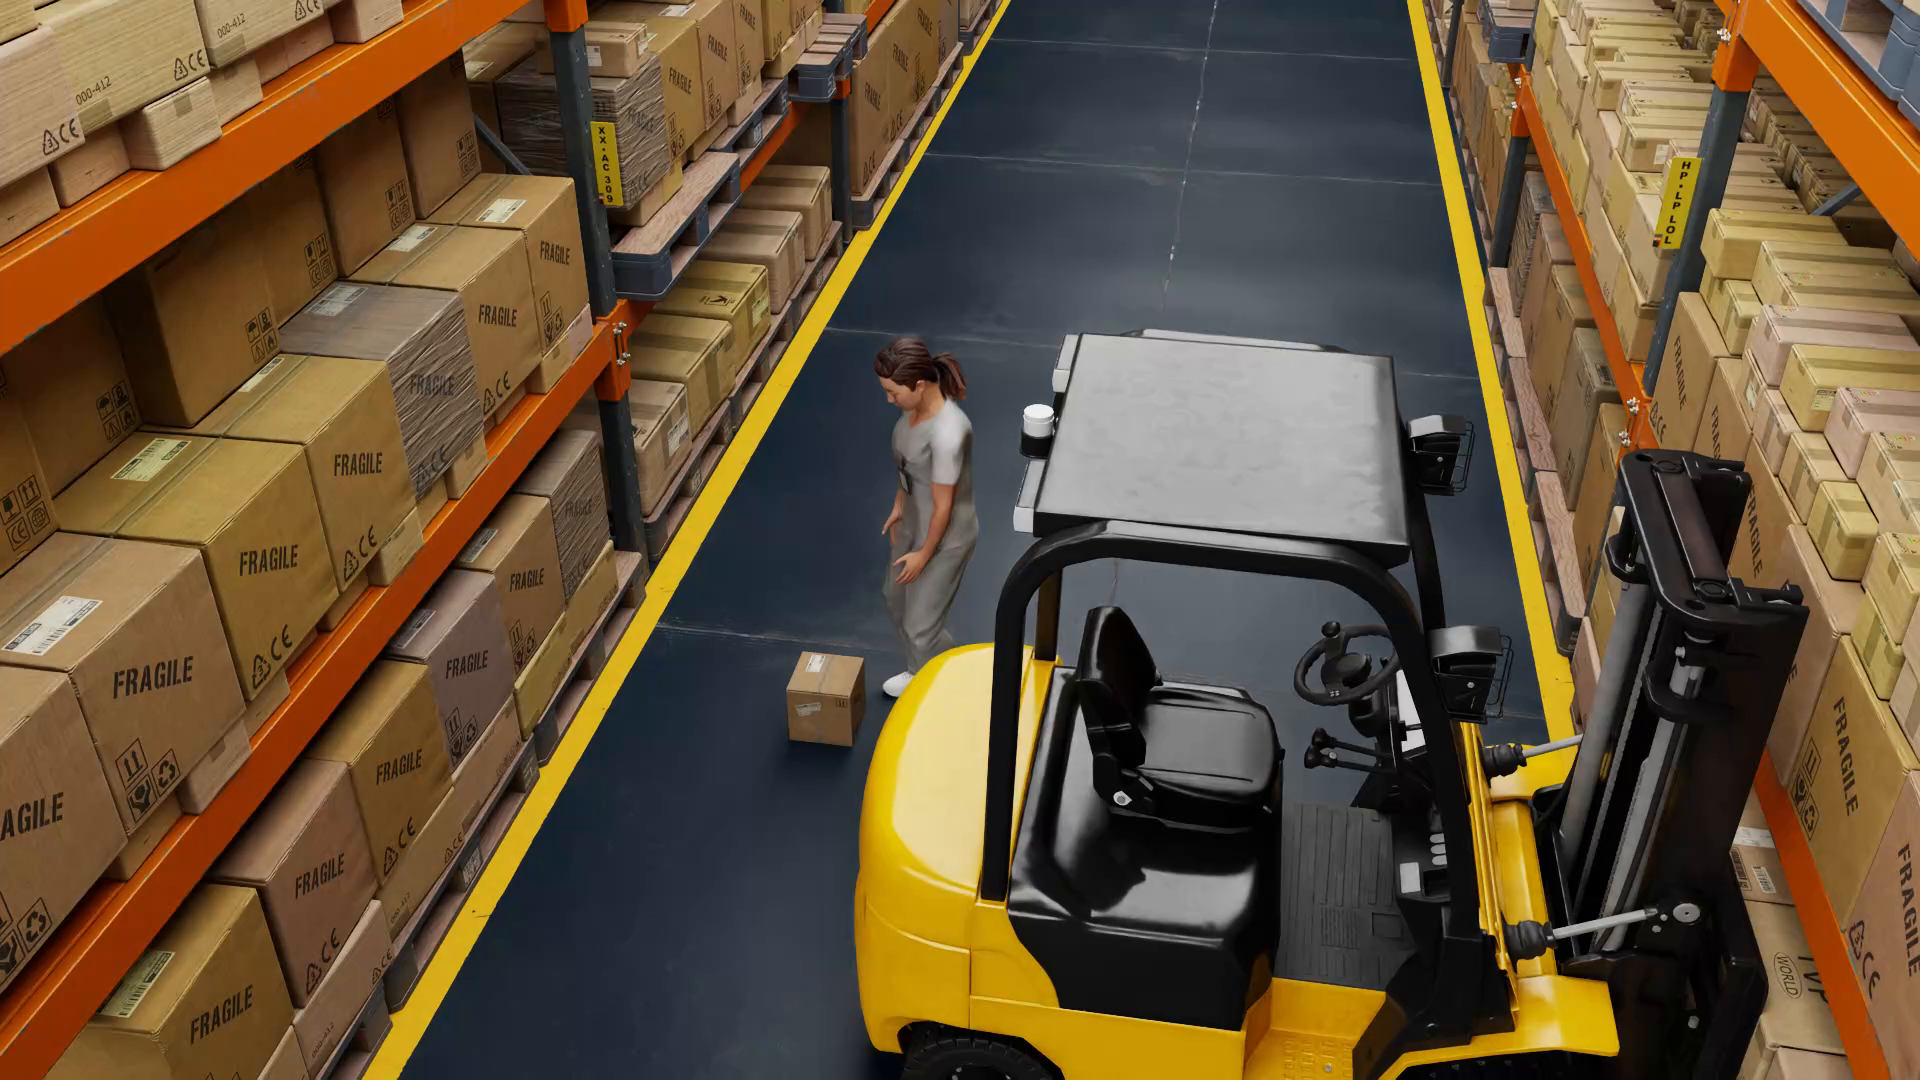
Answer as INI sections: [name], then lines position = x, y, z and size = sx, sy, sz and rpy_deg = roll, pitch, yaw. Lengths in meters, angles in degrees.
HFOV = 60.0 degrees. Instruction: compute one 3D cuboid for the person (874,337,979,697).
[person]
position = -0.119, -0.019, 6.213
size = 0.370, 1.637, 0.458
rpy_deg = -10, 34, -15
